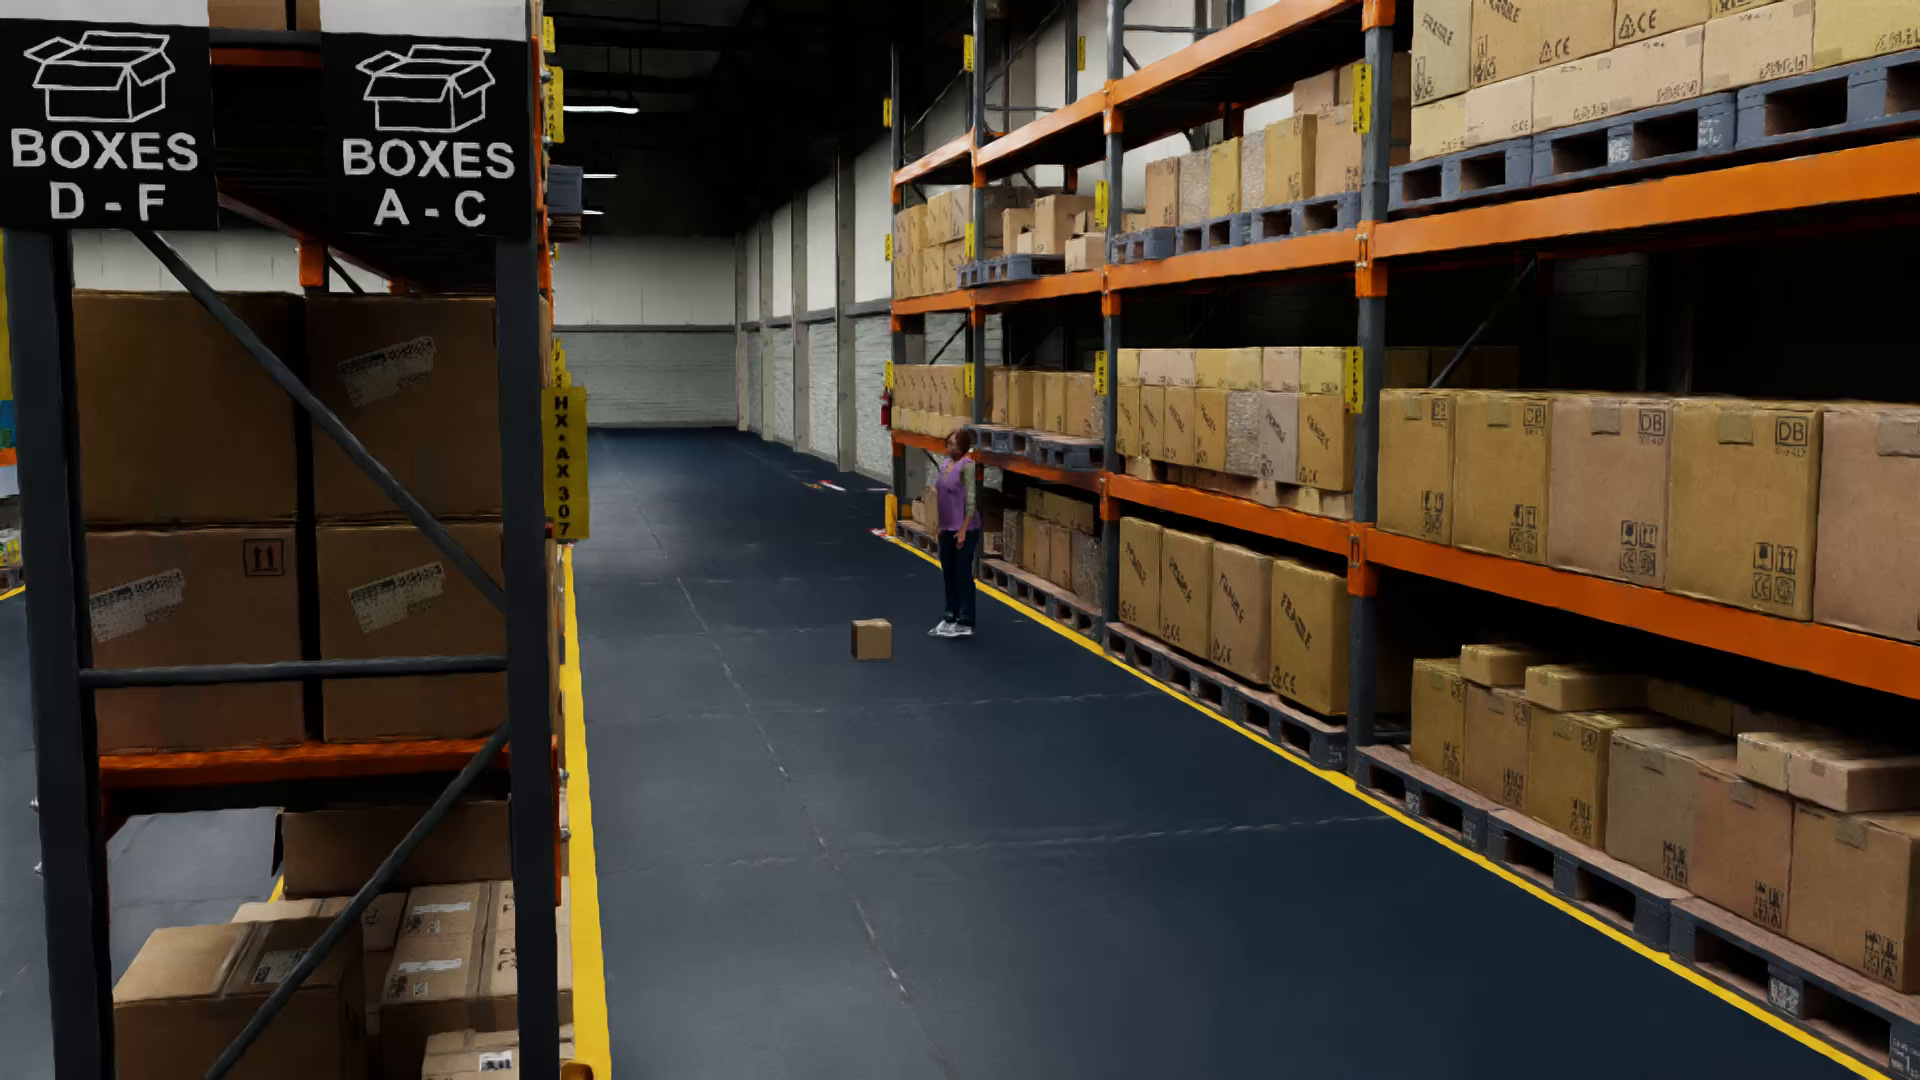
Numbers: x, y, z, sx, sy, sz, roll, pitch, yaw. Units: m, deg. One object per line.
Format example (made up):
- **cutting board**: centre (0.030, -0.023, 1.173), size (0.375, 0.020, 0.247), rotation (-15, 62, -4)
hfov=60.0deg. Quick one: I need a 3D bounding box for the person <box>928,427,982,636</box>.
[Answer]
- **person**: centre (-0.033, -0.052, 12.800), size (0.368, 1.629, 0.453), rotation (-4, 8, -33)
